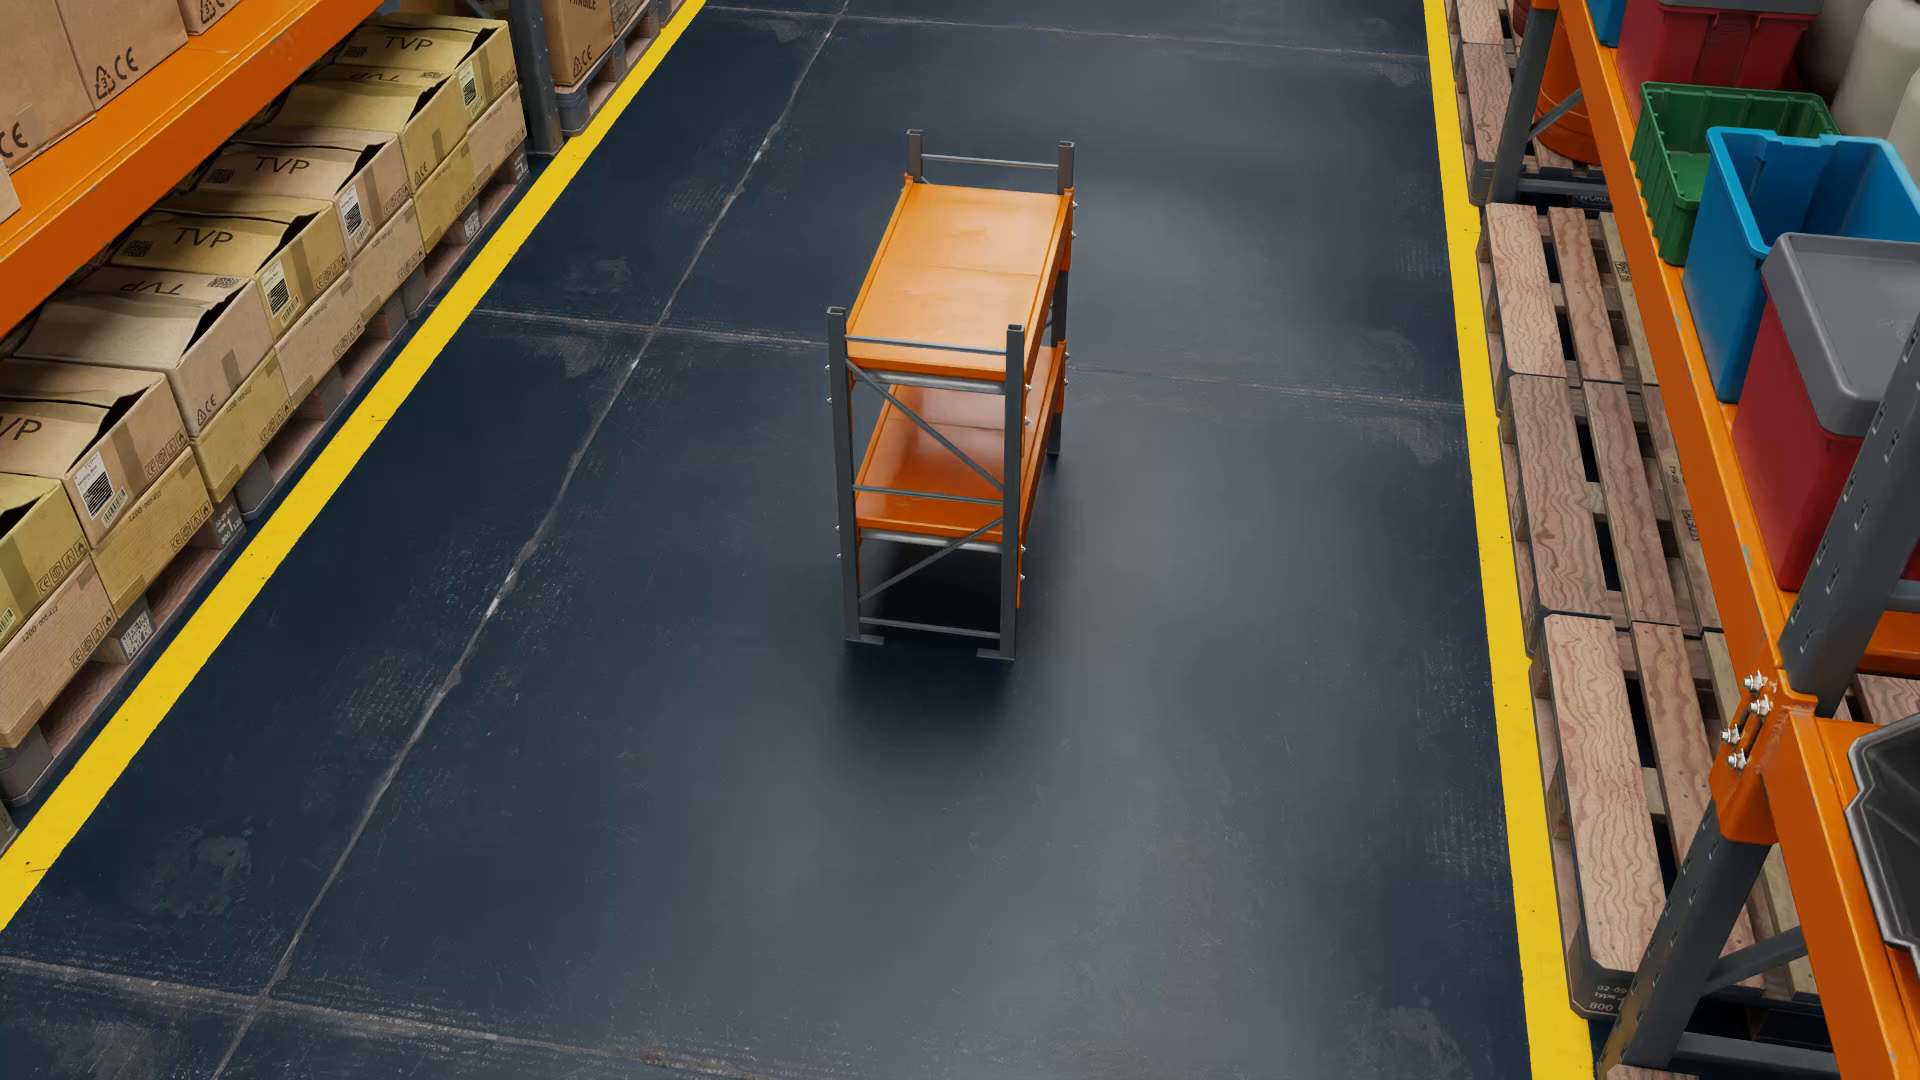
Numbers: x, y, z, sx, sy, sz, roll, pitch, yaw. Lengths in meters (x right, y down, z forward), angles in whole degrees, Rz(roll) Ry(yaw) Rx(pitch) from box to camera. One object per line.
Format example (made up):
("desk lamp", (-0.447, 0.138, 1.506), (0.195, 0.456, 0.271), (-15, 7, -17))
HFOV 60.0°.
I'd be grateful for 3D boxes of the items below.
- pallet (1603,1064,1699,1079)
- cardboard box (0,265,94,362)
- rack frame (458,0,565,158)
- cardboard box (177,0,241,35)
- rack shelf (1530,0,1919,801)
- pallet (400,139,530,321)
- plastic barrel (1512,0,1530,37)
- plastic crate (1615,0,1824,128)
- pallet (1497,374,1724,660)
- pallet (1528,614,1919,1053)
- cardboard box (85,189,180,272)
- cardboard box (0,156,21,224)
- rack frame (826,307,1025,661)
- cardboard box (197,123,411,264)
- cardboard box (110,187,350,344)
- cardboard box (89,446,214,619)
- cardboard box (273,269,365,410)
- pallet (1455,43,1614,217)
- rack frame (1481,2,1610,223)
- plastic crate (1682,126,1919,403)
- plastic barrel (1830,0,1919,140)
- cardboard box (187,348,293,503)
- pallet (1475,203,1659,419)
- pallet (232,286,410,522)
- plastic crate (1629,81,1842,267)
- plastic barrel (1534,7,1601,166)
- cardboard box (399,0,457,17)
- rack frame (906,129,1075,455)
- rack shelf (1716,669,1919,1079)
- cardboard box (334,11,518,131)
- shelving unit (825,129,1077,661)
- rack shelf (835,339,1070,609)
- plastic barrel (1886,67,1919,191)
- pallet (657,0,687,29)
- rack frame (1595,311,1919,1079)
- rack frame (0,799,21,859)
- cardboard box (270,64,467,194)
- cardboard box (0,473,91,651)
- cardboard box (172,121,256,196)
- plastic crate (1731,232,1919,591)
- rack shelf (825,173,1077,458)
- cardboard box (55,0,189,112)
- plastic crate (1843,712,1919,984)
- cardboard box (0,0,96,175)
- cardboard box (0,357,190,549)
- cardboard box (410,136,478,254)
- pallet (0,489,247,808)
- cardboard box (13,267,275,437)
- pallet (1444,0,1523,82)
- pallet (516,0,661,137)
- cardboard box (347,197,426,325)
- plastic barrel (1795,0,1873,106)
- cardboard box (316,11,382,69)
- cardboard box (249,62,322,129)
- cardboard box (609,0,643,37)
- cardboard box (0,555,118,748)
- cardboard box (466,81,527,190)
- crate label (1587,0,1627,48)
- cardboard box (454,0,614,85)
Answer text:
("pallet", (1.774, 1.631, 3.112), (1.003, 0.211, 1.213), (6, 40, 8))
("cardboard box", (-2.986, -0.653, 5.075), (0.500, 0.311, 0.500), (6, 40, 8))
("rack frame", (-2.254, -2.920, 6.427), (1.000, 3.000, 0.127), (6, 40, 8))
("cardboard box", (-2.528, -1.903, 5.120), (0.500, 0.500, 0.500), (4, 40, 5))
("rack shelf", (2.278, -0.839, 4.475), (1.077, 0.370, 4.000), (6, 40, 8))
("pallet", (-2.435, -1.333, 6.696), (1.003, 0.211, 1.213), (6, 40, 8))
("plastic barrel", (2.887, -2.621, 7.629), (0.600, 0.588, 0.708), (6, 40, 8))
("plastic crate", (2.043, -1.415, 4.558), (0.402, 0.464, 0.583), (6, 40, 8))
("pallet", (2.238, -0.051, 5.146), (1.003, 0.211, 1.213), (6, 40, 8))
("pallet", (2.029, 0.717, 4.217), (1.003, 0.211, 1.213), (6, 40, 8))
("cardboard box", (-2.895, -0.968, 5.455), (0.500, 0.311, 0.500), (6, 40, 7))
("cardboard box", (-2.592, -0.846, 4.116), (0.380, 0.149, 0.250), (6, 40, 8))
("rack frame", (-0.087, -0.119, 4.511), (0.500, 1.125, 0.032), (6, 40, 8))
("cardboard box", (-2.276, -1.239, 5.782), (0.500, 0.311, 0.500), (6, 40, 7))
("cardboard box", (-2.365, -0.924, 5.402), (0.500, 0.311, 0.500), (7, 40, 9))
("cardboard box", (-2.543, -0.058, 4.794), (0.500, 0.250, 0.500), (7, 40, 9))
("cardboard box", (-2.367, -0.702, 5.574), (0.500, 0.250, 0.500), (7, 40, 9))
("pallet", (2.719, -1.796, 7.256), (1.003, 0.211, 1.213), (6, 40, 8))
("rack frame", (2.624, -2.371, 5.764), (1.000, 3.000, 0.127), (6, 40, 8))
("plastic crate", (1.816, -0.581, 3.611), (0.392, 0.384, 0.575), (6, 40, 8))
("plastic barrel", (2.515, -1.221, 4.267), (0.433, 0.535, 0.433), (0, 40, 0))
("cardboard box", (-2.456, -0.383, 5.188), (0.500, 0.250, 0.500), (5, 40, 6))
("pallet", (2.452, -0.814, 6.069), (1.003, 0.211, 1.213), (6, 40, 8))
("pallet", (-2.648, -0.569, 5.773), (1.003, 0.211, 1.213), (6, 40, 8))
("plastic crate", (1.955, -0.903, 4.155), (0.450, 0.188, 0.662), (6, 40, 8))
("plastic barrel", (2.692, -2.005, 6.695), (0.600, 0.830, 0.708), (6, 40, 8))
("cardboard box", (-2.324, -2.739, 7.825), (0.500, 0.500, 0.500), (8, 40, 9))
("rack frame", (0.089, -0.757, 5.283), (0.500, 1.125, 0.032), (6, 40, 8))
("rack shelf", (1.586, 1.672, 1.439), (1.077, 0.370, 4.000), (6, 40, 8))
("cardboard box", (-2.102, -1.882, 6.560), (0.500, 0.311, 0.500), (7, 40, 9))
("shelving unit", (0.001, -0.438, 4.897), (0.538, 1.125, 1.048), (6, 40, 8))
("rack shelf", (0.001, -0.249, 5.053), (0.538, 0.278, 1.000), (6, 40, 8))
("plastic barrel", (2.440, -0.950, 3.938), (0.433, 0.535, 0.433), (0, 40, 0))
("pallet", (-1.874, -3.073, 8.801), (1.003, 0.211, 1.213), (6, 40, 8))
("rack frame", (1.932, 0.139, 2.728), (1.000, 3.000, 0.127), (6, 40, 8))
("rack frame", (-2.946, -0.409, 3.391), (1.000, 3.000, 0.127), (6, 40, 8))
("cardboard box", (-2.186, -1.555, 6.165), (0.500, 0.311, 0.500), (6, 40, 7))
("cardboard box", (-2.629, 0.041, 4.235), (0.500, 0.311, 0.500), (7, 40, 8))
("cardboard box", (-2.807, -1.291, 5.846), (0.500, 0.311, 0.500), (5, 40, 6))
("plastic crate", (1.714, -0.223, 3.115), (0.402, 0.464, 0.583), (6, 40, 8))
("rack shelf", (0.001, -0.663, 4.710), (0.538, 0.278, 1.000), (6, 40, 8))
("cardboard box", (-2.620, -1.573, 4.720), (0.500, 0.500, 0.500), (6, 40, 8))
("plastic crate", (1.716, 0.478, 2.367), (0.767, 0.338, 0.504), (6, 40, 8))
("cardboard box", (-2.706, -1.259, 4.340), (0.500, 0.500, 0.500), (9, 40, 11))
("cardboard box", (-2.538, -0.273, 4.614), (0.500, 0.311, 0.500), (6, 40, 7))
("cardboard box", (-2.191, -1.341, 6.346), (0.500, 0.250, 0.500), (6, 40, 7))
("pallet", (-2.857, 0.199, 4.844), (1.003, 0.211, 1.213), (6, 40, 8))
("cardboard box", (-2.449, -0.598, 5.007), (0.500, 0.311, 0.500), (5, 40, 6))
("pallet", (2.933, -2.559, 8.180), (1.003, 0.211, 1.213), (6, 40, 8))
("pallet", (-2.088, -2.309, 7.877), (1.003, 0.211, 1.213), (6, 40, 8))
("cardboard box", (-2.281, -1.025, 5.965), (0.500, 0.250, 0.500), (7, 40, 9))
("plastic barrel", (2.583, -1.481, 4.599), (0.421, 0.512, 0.421), (0, 40, 0))
("cardboard box", (-2.634, -1.942, 6.633), (0.500, 0.311, 0.500), (8, 40, 9))
("cardboard box", (-2.717, -1.611, 6.233), (0.500, 0.311, 0.500), (5, 40, 7))
("cardboard box", (-1.809, -2.709, 7.789), (0.500, 0.500, 0.500), (5, 40, 6))
("cardboard box", (-2.633, 0.263, 4.406), (0.500, 0.250, 0.500), (5, 40, 7))
("cardboard box", (-2.105, -1.665, 6.738), (0.500, 0.250, 0.500), (7, 40, 9))
("crate label", (2.186, -1.791, 5.034), (0.502, 0.435, 0.616), (6, 40, 8))
("cardboard box", (-1.894, -2.380, 7.391), (0.500, 0.500, 0.500), (8, 40, 10))
